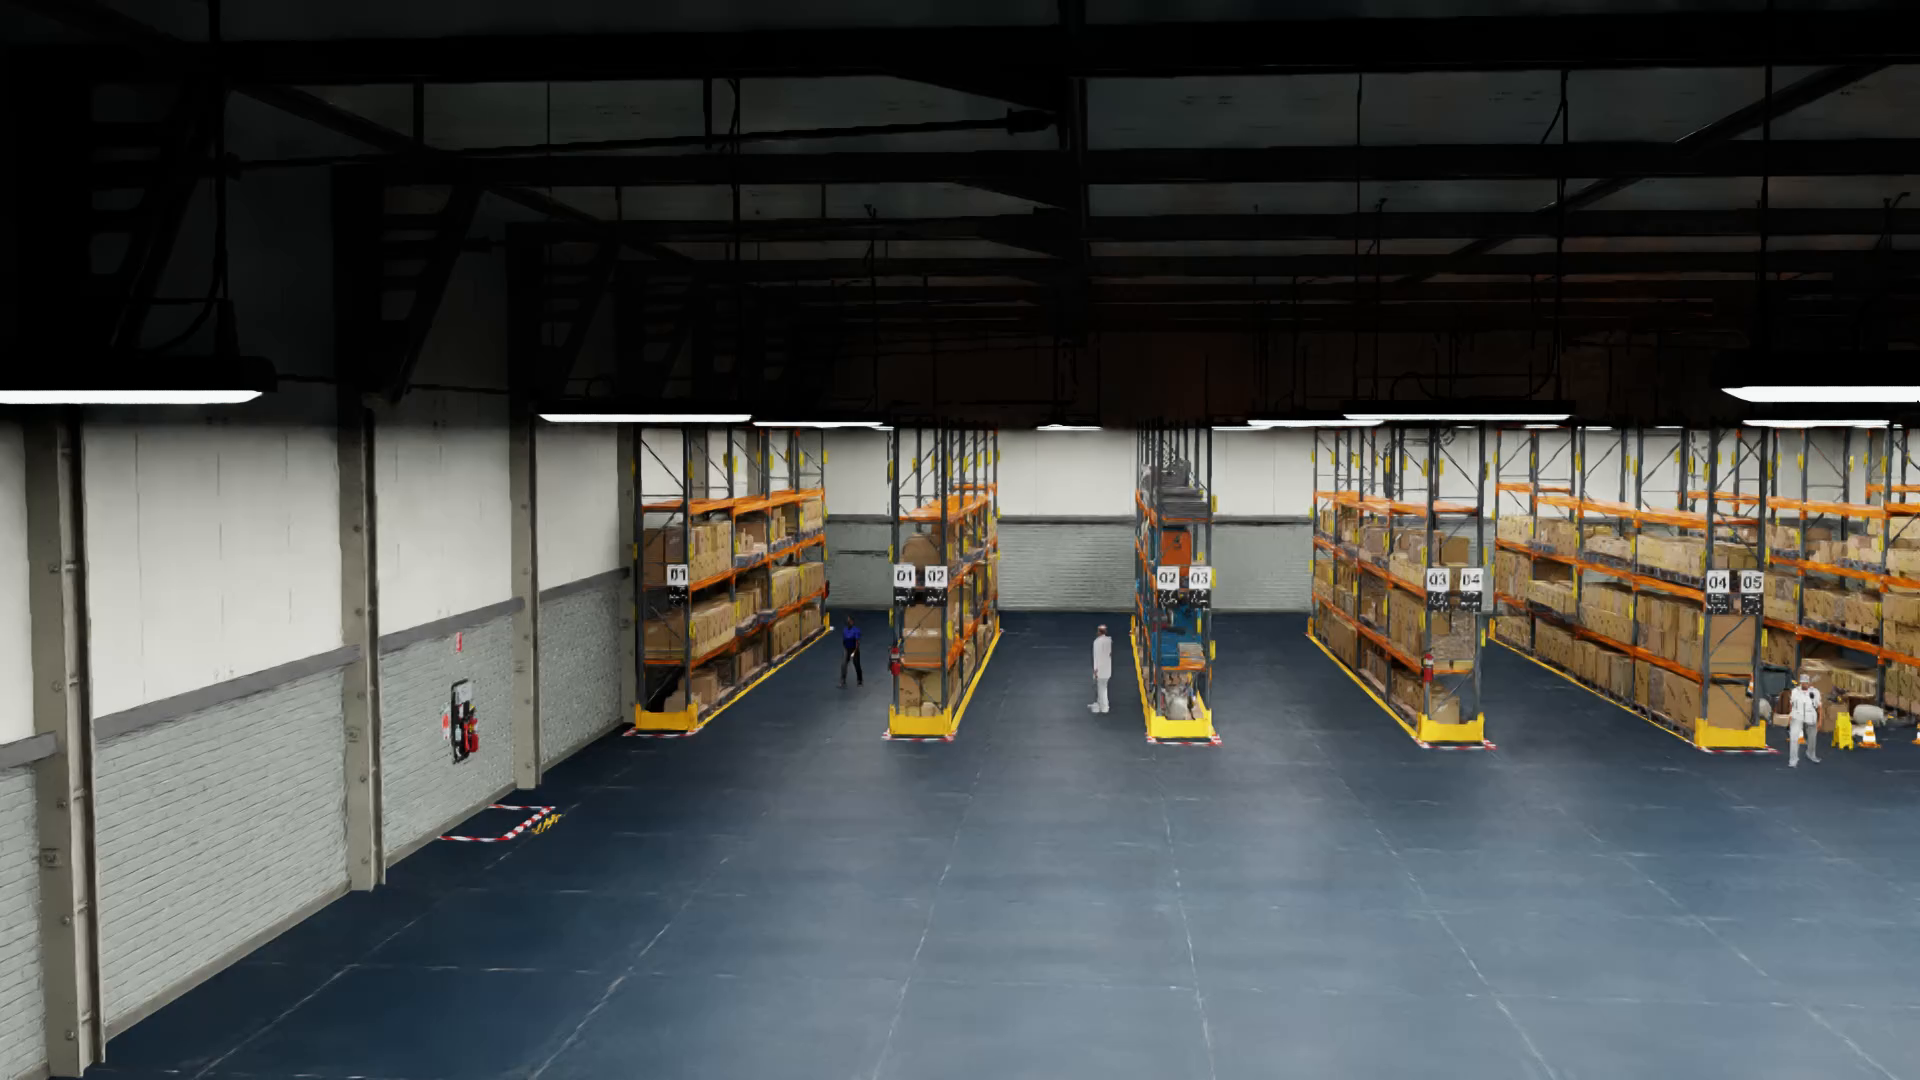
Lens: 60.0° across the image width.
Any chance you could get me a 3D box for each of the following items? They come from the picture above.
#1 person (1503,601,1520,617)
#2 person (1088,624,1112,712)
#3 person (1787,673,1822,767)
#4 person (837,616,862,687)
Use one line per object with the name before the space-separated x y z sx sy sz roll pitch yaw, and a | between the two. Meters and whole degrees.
person | 15.743 1.776 47.383 0.635 1.711 0.584 -2 4 -28
person | 2.854 2.602 33.992 0.556 1.773 0.626 3 5 35
person | 14.461 3.065 28.441 0.530 1.598 0.925 2 4 27
person | -2.434 2.485 37.250 0.443 1.580 1.000 1 4 13
